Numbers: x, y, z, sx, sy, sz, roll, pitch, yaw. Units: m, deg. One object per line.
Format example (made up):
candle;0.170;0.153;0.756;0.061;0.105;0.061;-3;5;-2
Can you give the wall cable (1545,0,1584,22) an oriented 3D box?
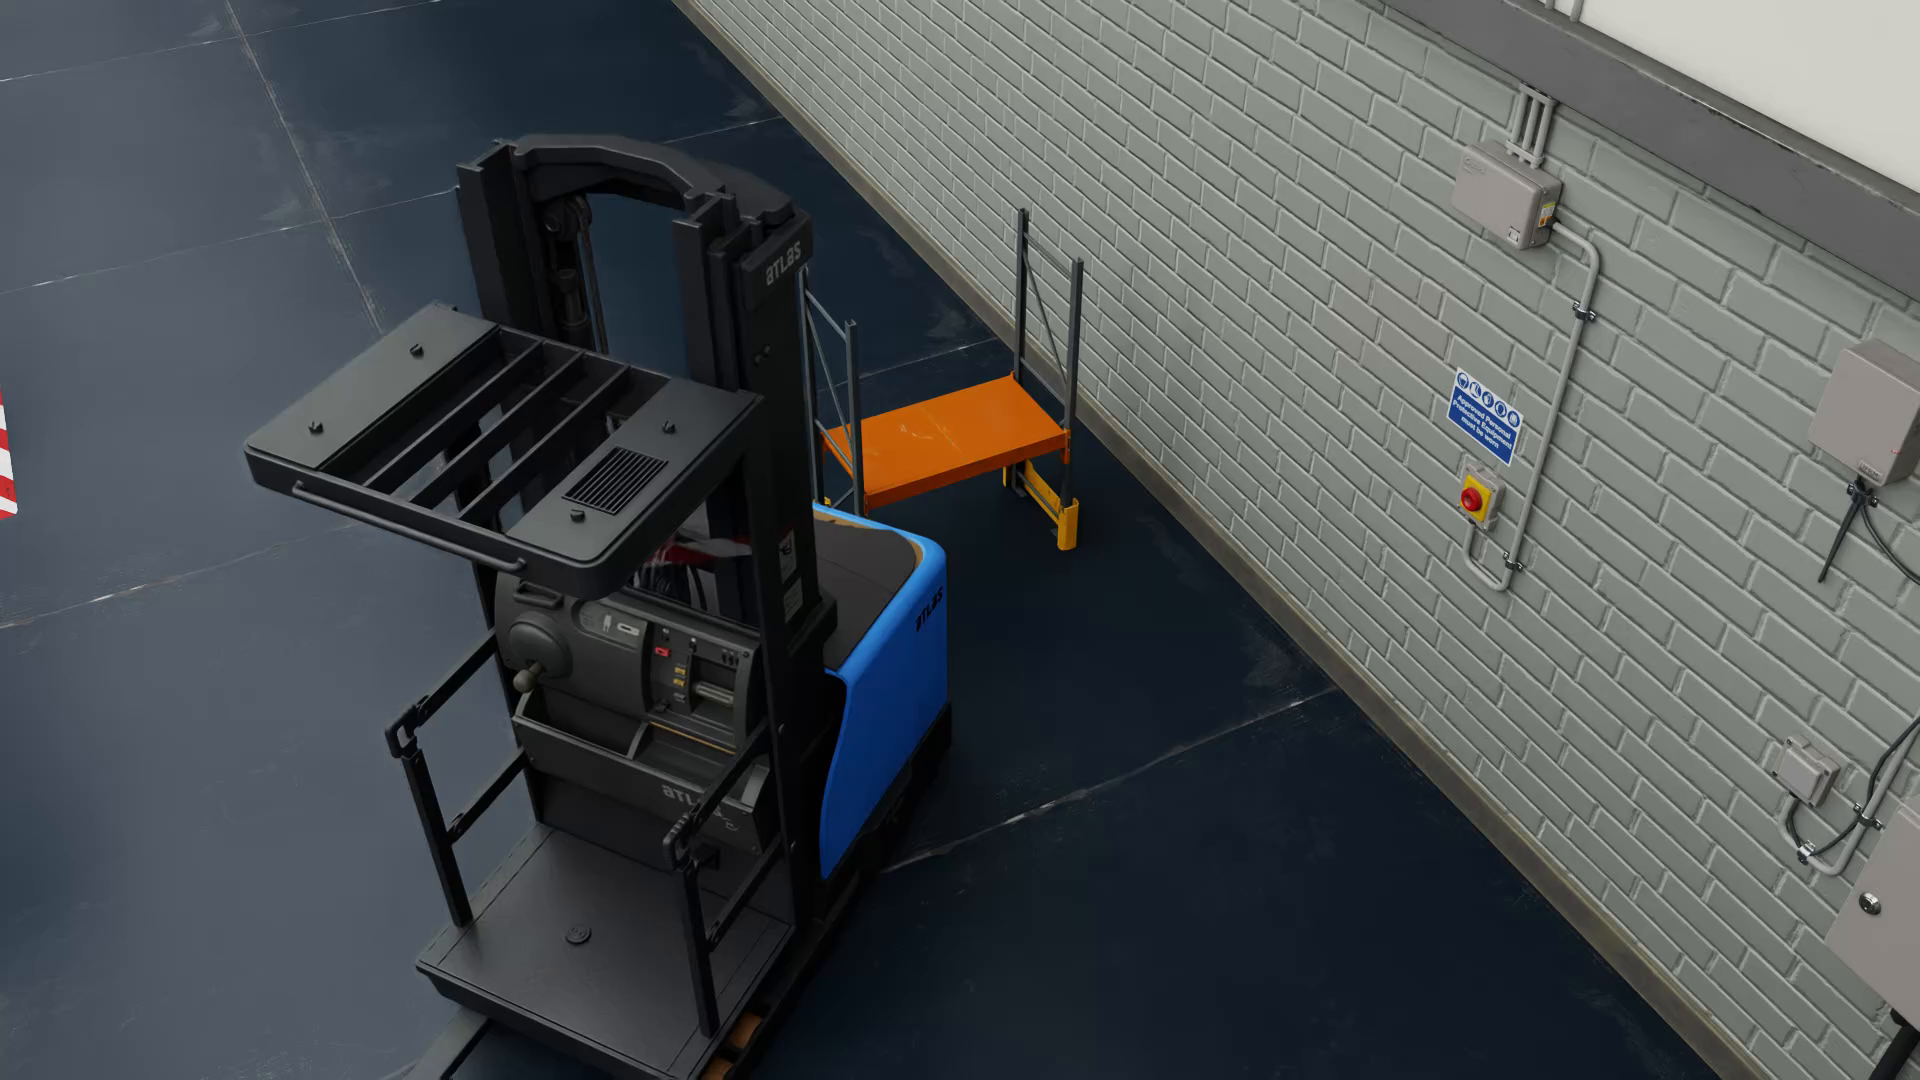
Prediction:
wall cable;1.691;-2.727;3.996;0.029;3.000;0.463;-19;44;-21

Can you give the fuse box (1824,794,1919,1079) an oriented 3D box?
fuse box;2.607;1.464;4.685;0.414;1.711;0.539;-19;44;-21

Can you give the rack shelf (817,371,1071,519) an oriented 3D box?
rack shelf;-0.076;-0.410;7.340;1.000;0.185;0.538;-19;44;-21

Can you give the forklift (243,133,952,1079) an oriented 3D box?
forklift;-1.128;0.434;4.957;1.130;2.935;3.031;17;43;19

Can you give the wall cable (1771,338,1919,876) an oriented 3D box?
wall cable;2.431;0.147;4.457;0.122;1.984;0.588;-19;44;-21

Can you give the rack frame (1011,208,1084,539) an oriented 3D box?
rack frame;0.375;-0.699;7.404;0.032;1.500;0.500;-19;44;-21

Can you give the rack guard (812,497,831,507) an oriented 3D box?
rack guard;-0.509;0.076;7.456;0.087;0.250;0.587;-19;44;-21

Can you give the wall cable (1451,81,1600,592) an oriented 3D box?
wall cable;1.766;-0.674;5.403;0.123;1.953;0.585;-19;44;-21

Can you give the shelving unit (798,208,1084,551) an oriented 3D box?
shelving unit;-0.068;-0.550;7.227;1.083;1.500;0.587;-19;44;-21

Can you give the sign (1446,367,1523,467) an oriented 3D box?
sign;1.798;-0.424;5.709;0.001;0.218;0.327;-19;44;-21

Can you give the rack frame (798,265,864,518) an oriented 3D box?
rack frame;-0.527;-0.395;7.045;0.032;1.500;0.500;-19;44;-21

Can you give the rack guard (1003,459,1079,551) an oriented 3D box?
rack guard;0.374;-0.221;7.807;0.087;0.250;0.587;-19;44;-21
